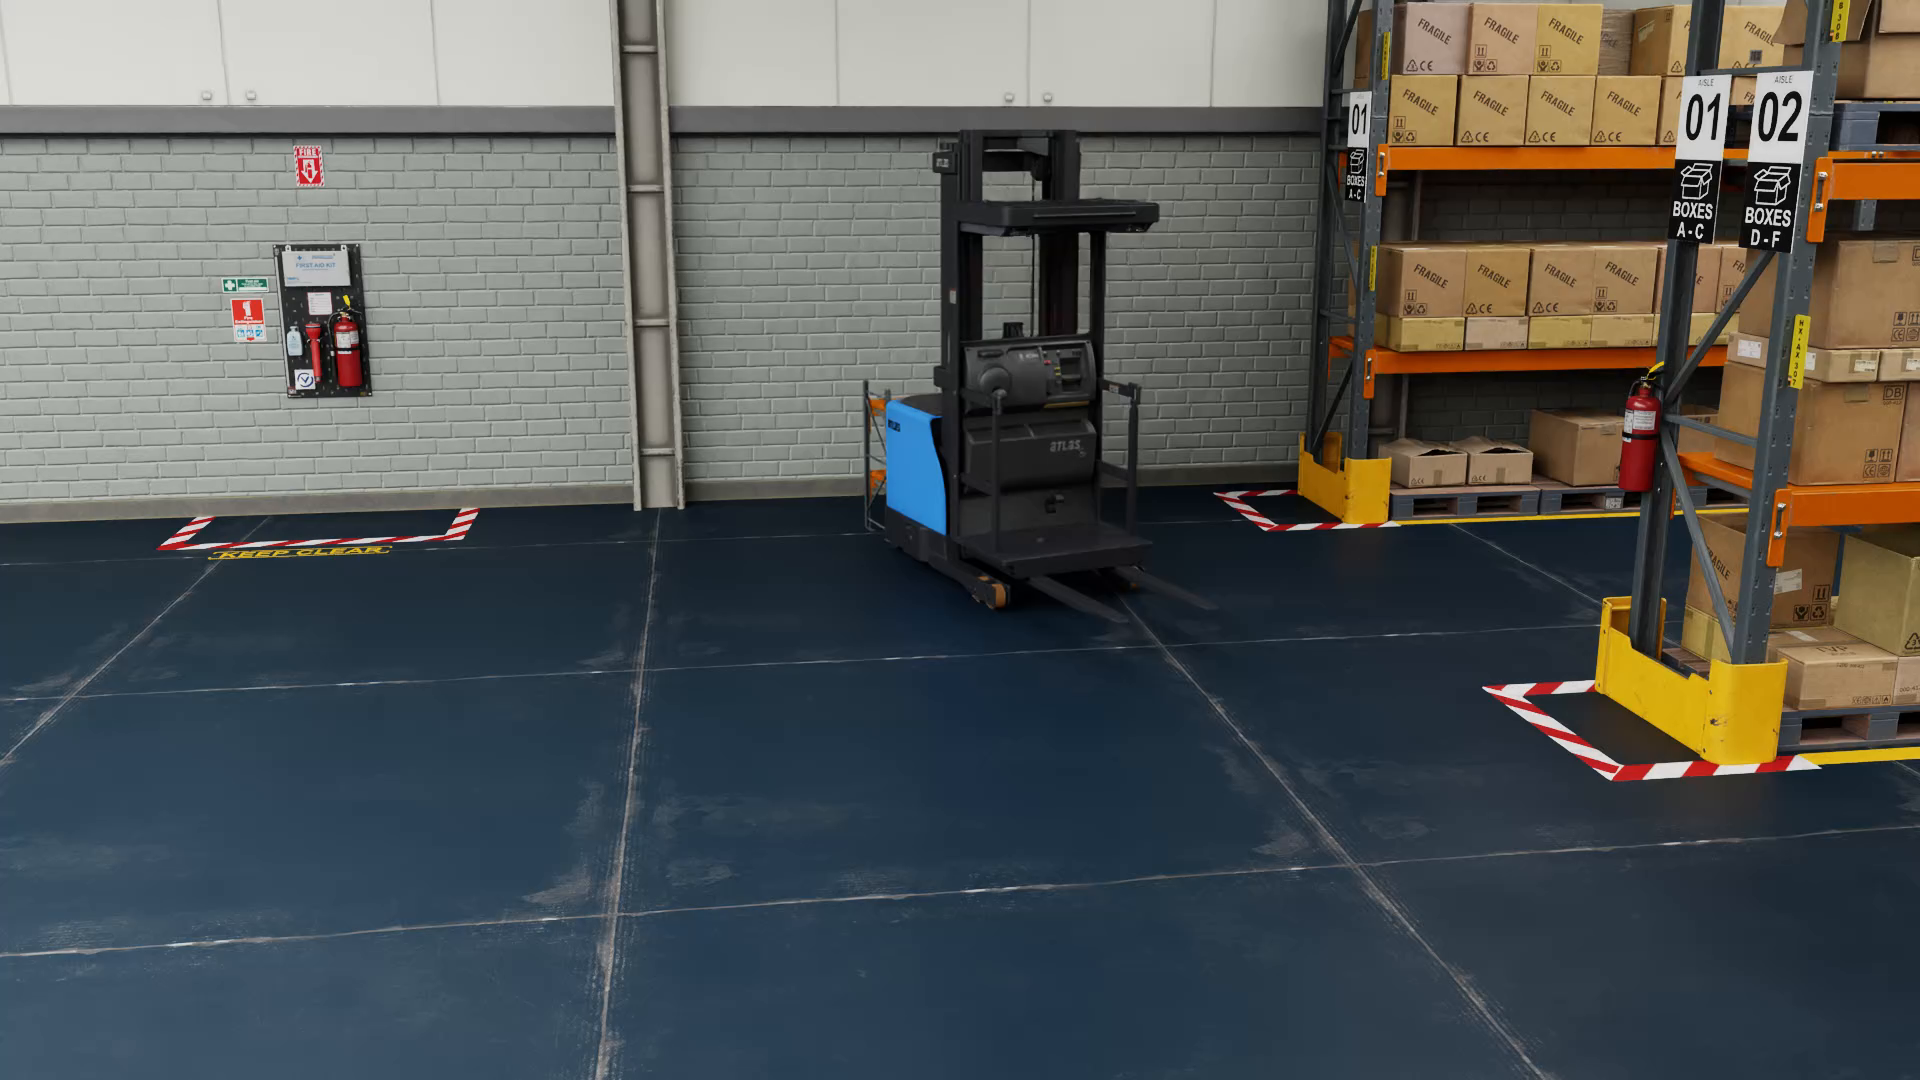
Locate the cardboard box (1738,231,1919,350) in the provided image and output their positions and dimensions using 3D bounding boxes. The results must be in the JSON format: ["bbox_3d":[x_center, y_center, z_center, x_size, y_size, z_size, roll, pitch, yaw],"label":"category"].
[{"bbox_3d":[4.223,-1.219,8.042,0.500,0.500,0.700,-2,14,-8],"label":"cardboard box"}]

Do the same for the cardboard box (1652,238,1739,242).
[{"bbox_3d":[5.913,-2.177,13.464,0.500,0.500,0.500,-2,14,-9],"label":"cardboard box"}]

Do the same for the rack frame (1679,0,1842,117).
[{"bbox_3d":[3.707,-3.435,7.419,0.127,3.000,1.000,-2,14,-8],"label":"rack frame"}]

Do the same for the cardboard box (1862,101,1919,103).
[{"bbox_3d":[7.473,-3.569,13.052,0.500,0.500,0.500,0,14,0],"label":"cardboard box"}]

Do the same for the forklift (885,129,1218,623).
[{"bbox_3d":[0.553,-1.105,10.602,1.130,2.935,3.031,-7,16,-25],"label":"forklift"}]

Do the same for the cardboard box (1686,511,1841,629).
[{"bbox_3d":[4.193,0.150,8.704,0.500,0.500,0.500,-2,14,-8],"label":"cardboard box"}]

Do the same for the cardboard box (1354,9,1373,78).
[{"bbox_3d":[3.353,-3.793,12.712,0.500,0.500,0.500,-1,14,-6],"label":"cardboard box"}]

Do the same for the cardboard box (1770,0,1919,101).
[{"bbox_3d":[4.276,-2.321,7.782,0.637,0.503,0.797,-1,14,-4],"label":"cardboard box"}]

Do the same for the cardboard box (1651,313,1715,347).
[{"bbox_3d":[5.509,-1.670,12.983,0.500,0.250,0.500,-2,14,-9],"label":"cardboard box"}]

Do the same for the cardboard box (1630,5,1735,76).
[{"bbox_3d":[5.411,-3.732,12.469,0.500,0.500,0.500,-3,14,-10],"label":"cardboard box"}]

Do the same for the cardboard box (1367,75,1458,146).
[{"bbox_3d":[3.333,-3.182,12.329,0.500,0.500,0.500,-2,14,-7],"label":"cardboard box"}]

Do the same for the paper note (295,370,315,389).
[{"bbox_3d":[-5.039,-1.235,12.791,0.142,0.148,0.016,-2,14,-8],"label":"paper note"}]

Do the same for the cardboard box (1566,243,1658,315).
[{"bbox_3d":[4.993,-2.016,12.821,0.500,0.500,0.500,-2,14,-7],"label":"cardboard box"}]

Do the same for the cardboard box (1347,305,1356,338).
[{"bbox_3d":[3.399,-1.717,13.169,0.500,0.250,0.500,-2,14,-7],"label":"cardboard box"}]

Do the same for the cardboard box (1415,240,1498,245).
[{"bbox_3d":[3.899,-2.101,13.160,0.500,0.500,0.500,-2,14,-8],"label":"cardboard box"}]

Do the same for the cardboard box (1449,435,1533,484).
[{"bbox_3d":[4.227,-0.650,13.269,0.500,0.311,0.500,-1,14,-4],"label":"cardboard box"}]

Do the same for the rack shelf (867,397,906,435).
[{"bbox_3d":[-0.141,-0.919,12.370,1.000,0.278,0.538,-6,15,-23],"label":"rack shelf"}]

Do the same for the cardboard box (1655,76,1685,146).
[{"bbox_3d":[5.414,-3.252,12.611,0.500,0.500,0.500,-3,14,-11],"label":"cardboard box"}]

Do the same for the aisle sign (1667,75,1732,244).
[{"bbox_3d":[3.598,-1.854,8.105,0.004,0.787,0.394,-2,14,-8],"label":"aisle sign"}]

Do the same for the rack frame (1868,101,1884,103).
[{"bbox_3d":[6.921,-4.771,12.748,0.127,3.000,1.000,-2,14,-8],"label":"rack frame"}]

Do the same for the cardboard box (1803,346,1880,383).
[{"bbox_3d":[4.127,-0.851,7.908,0.250,0.149,0.380,-2,14,-9],"label":"cardboard box"}]

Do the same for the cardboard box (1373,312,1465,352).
[{"bbox_3d":[3.495,-1.595,12.681,0.500,0.250,0.500,-3,14,-10],"label":"cardboard box"}]

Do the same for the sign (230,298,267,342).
[{"bbox_3d":[-5.416,-1.674,12.658,0.234,0.329,0.001,-2,14,-8],"label":"sign"}]

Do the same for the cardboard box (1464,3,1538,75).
[{"bbox_3d":[3.886,-3.676,12.245,0.500,0.500,0.500,-2,14,-9],"label":"cardboard box"}]

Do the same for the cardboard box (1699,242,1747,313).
[{"bbox_3d":[6.007,-2.051,12.960,0.500,0.500,0.500,-2,14,-9],"label":"cardboard box"}]

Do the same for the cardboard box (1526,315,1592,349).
[{"bbox_3d":[4.511,-1.634,12.838,0.500,0.250,0.500,-2,14,-9],"label":"cardboard box"}]

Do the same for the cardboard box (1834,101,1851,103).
[{"bbox_3d":[6.456,-3.297,12.788,0.500,0.500,0.500,-2,14,-7],"label":"cardboard box"}]

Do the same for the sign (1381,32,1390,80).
[{"bbox_3d":[3.046,-3.465,11.908,0.005,0.325,0.100,-2,14,-8],"label":"sign"}]

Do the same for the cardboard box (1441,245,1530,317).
[{"bbox_3d":[3.973,-1.978,12.667,0.500,0.500,0.500,-2,14,-8],"label":"cardboard box"}]

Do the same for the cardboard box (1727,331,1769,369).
[{"bbox_3d":[4.057,-0.948,8.296,0.250,0.149,0.380,-2,14,-9],"label":"cardboard box"}]

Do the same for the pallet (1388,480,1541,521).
[{"bbox_3d":[3.849,-0.388,13.333,1.213,0.211,1.003,-2,14,-8],"label":"pallet"}]

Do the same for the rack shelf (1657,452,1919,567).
[{"bbox_3d":[5.685,-0.249,8.525,4.000,0.370,1.077,-2,14,-8],"label":"rack shelf"}]

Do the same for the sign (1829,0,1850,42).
[{"bbox_3d":[3.784,-2.309,7.135,0.005,0.325,0.100,-2,14,-8],"label":"sign"}]

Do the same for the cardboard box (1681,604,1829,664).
[{"bbox_3d":[4.193,0.514,8.793,0.500,0.250,0.500,-2,14,-8],"label":"cardboard box"}]

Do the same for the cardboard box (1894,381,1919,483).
[{"bbox_3d":[4.689,-0.608,8.272,0.500,0.500,0.700,-2,14,-7],"label":"cardboard box"}]

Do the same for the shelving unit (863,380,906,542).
[{"bbox_3d":[-0.141,-0.635,12.441,1.048,1.125,0.538,-6,15,-23],"label":"shelving unit"}]

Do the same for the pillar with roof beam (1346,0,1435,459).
[{"bbox_3d":[4.170,-3.824,8.972,0.400,9.000,9.100,-2,14,-8],"label":"pillar with roof beam"}]

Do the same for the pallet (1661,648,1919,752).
[{"bbox_3d":[4.457,0.790,8.639,1.213,0.211,1.003,-2,14,-8],"label":"pallet"}]

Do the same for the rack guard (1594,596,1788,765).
[{"bbox_3d":[3.683,0.688,8.450,0.348,0.500,1.175,-2,14,-8],"label":"rack guard"}]

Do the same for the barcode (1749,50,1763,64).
[{"bbox_3d":[3.934,-2.388,8.220,0.075,0.075,0.001,-2,14,-8],"label":"barcode"}]

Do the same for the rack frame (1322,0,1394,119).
[{"bbox_3d":[2.965,-4.626,12.170,0.127,3.000,1.000,-2,14,-8],"label":"rack frame"}]

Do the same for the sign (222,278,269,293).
[{"bbox_3d":[-5.410,-1.929,12.585,0.331,0.109,0.001,-2,14,-8],"label":"sign"}]

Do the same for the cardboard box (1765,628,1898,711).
[{"bbox_3d":[4.271,0.639,8.296,0.500,0.250,0.500,-2,14,-8],"label":"cardboard box"}]

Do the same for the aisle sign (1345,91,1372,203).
[{"bbox_3d":[2.939,-2.903,12.285,0.004,0.787,0.394,-2,14,-8],"label":"aisle sign"}]

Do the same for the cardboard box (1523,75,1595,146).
[{"bbox_3d":[4.383,-3.212,12.451,0.500,0.500,0.500,-1,14,-6],"label":"cardboard box"}]

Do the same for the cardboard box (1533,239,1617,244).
[{"bbox_3d":[4.908,-2.139,13.311,0.500,0.500,0.500,-2,14,-8],"label":"cardboard box"}]

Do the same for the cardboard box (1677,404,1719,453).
[{"bbox_3d":[5.900,-0.815,13.540,0.500,0.500,0.500,-3,14,-13],"label":"cardboard box"}]

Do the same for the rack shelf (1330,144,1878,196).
[{"bbox_3d":[4.943,-2.895,12.911,4.000,0.370,1.077,-2,14,-8],"label":"rack shelf"}]

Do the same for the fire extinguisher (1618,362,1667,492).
[{"bbox_3d":[3.521,-0.595,8.587,0.183,0.674,0.296,-2,14,-8],"label":"fire extinguisher"}]
